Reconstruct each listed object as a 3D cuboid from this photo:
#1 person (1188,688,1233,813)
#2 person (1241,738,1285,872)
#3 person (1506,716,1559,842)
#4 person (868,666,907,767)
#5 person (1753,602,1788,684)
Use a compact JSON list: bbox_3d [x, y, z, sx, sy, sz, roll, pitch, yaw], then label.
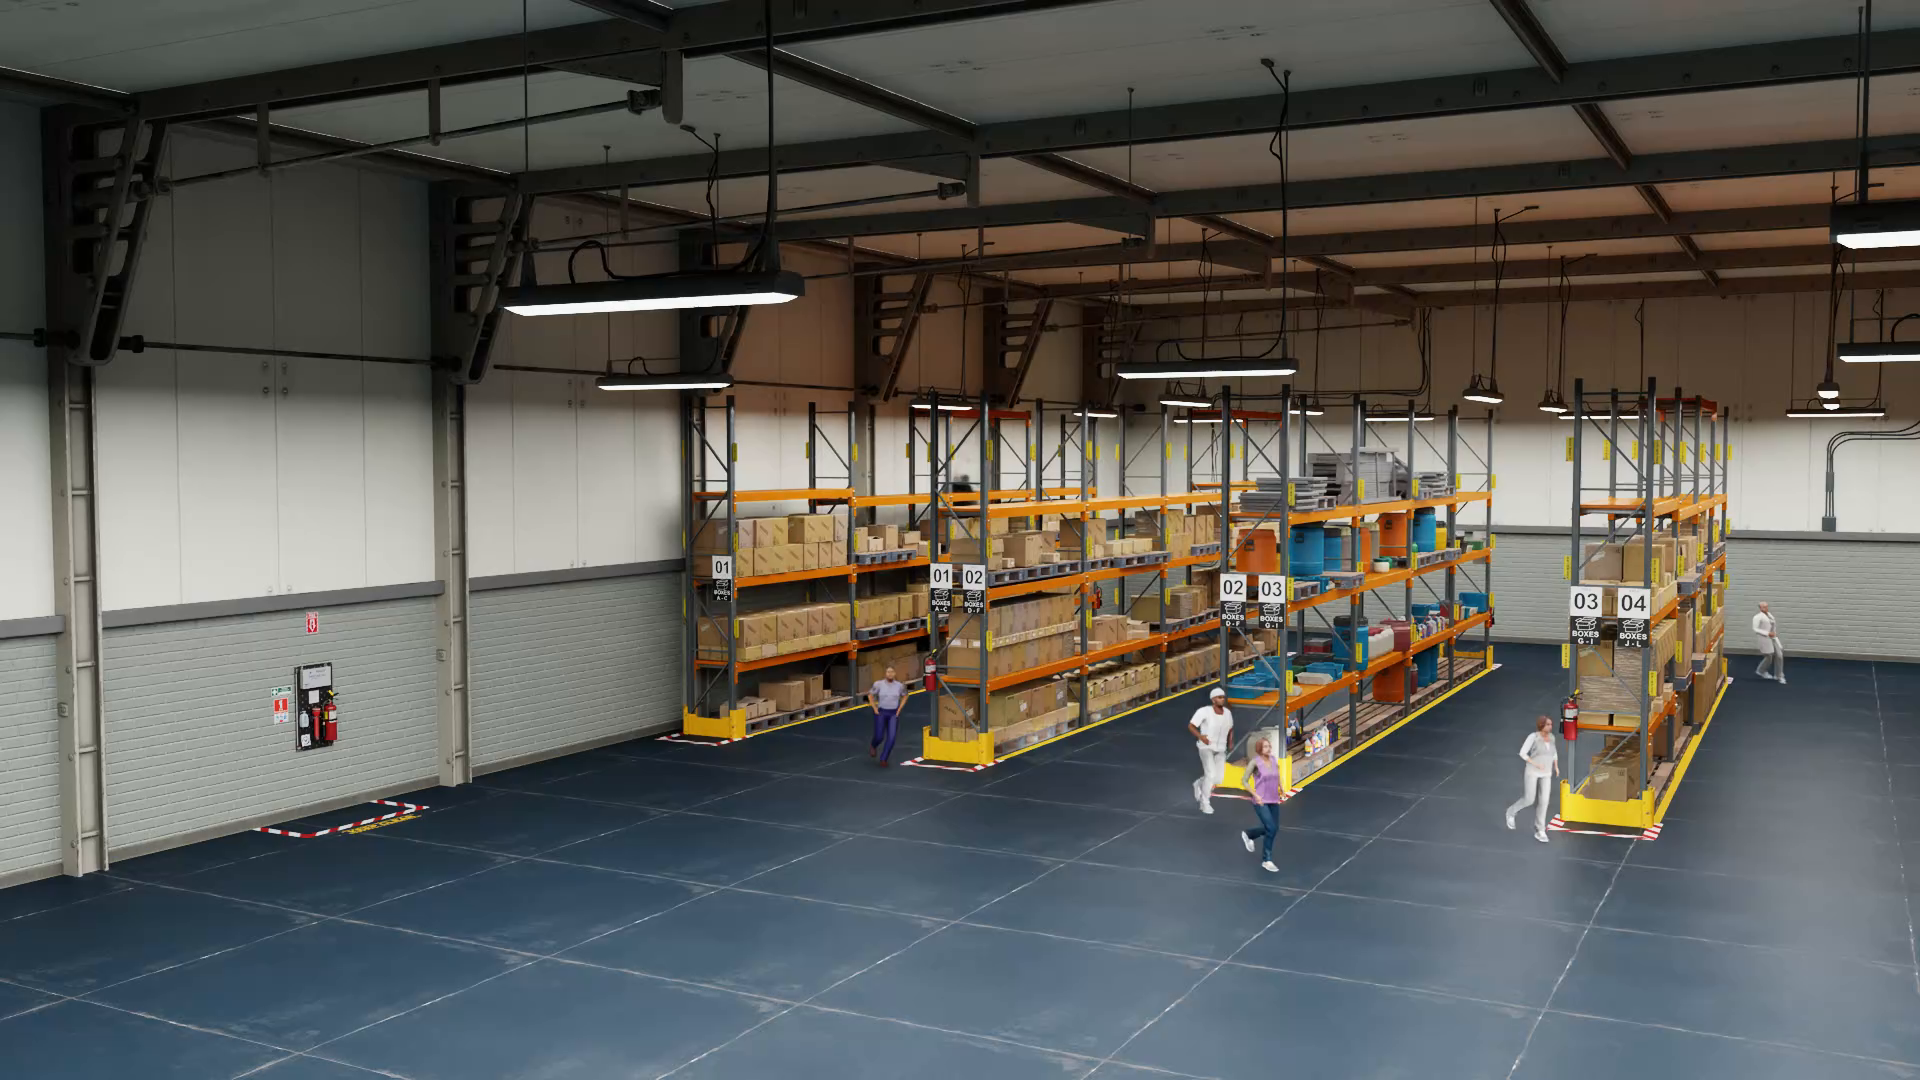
[{"bbox_3d":[3.540,2.926,23.377,0.735,1.712,0.642,-1,3,-22],"label":"person"},{"bbox_3d":[3.644,3.213,20.115,0.539,1.494,0.636,-2,3,-31],"label":"person"},{"bbox_3d":[7.544,3.069,21.659,0.593,1.587,0.778,-1,3,-15],"label":"person"},{"bbox_3d":[-1.157,2.809,26.685,0.634,1.601,0.582,-1,3,-12],"label":"person"},{"bbox_3d":[17.578,2.246,36.286,0.707,1.764,0.820,-1,3,-21],"label":"person"}]
